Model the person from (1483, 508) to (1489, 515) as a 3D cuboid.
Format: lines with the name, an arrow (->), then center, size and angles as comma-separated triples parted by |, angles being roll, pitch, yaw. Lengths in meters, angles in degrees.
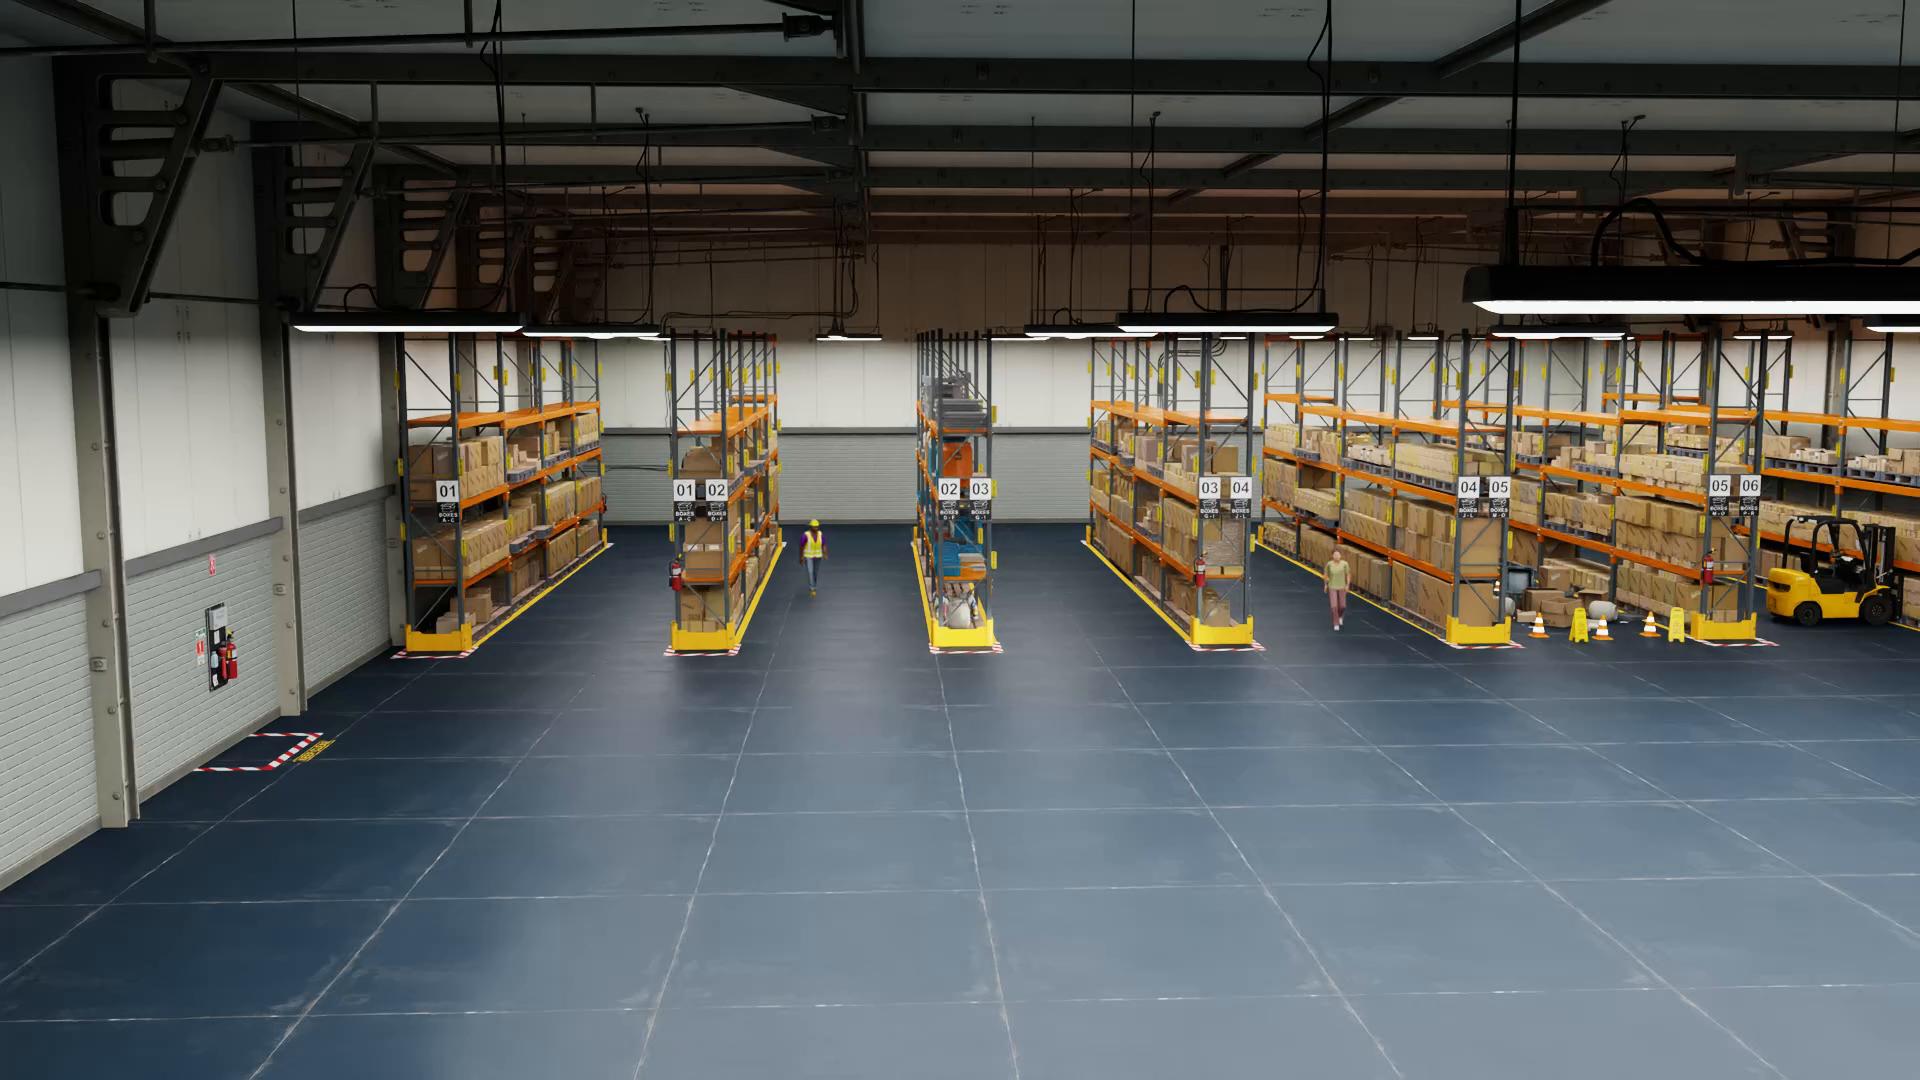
person -> 13.023, 0.071, 40.907 | 0.601, 1.699, 0.590 | -3, 8, -26

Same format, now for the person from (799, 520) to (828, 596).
person -> -3.346, 0.378, 37.978 | 0.635, 1.699, 1.113 | -2, 7, -18

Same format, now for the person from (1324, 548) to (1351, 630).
person -> 7.602, 0.965, 33.534 | 0.510, 1.652, 0.608 | 1, 7, 9
